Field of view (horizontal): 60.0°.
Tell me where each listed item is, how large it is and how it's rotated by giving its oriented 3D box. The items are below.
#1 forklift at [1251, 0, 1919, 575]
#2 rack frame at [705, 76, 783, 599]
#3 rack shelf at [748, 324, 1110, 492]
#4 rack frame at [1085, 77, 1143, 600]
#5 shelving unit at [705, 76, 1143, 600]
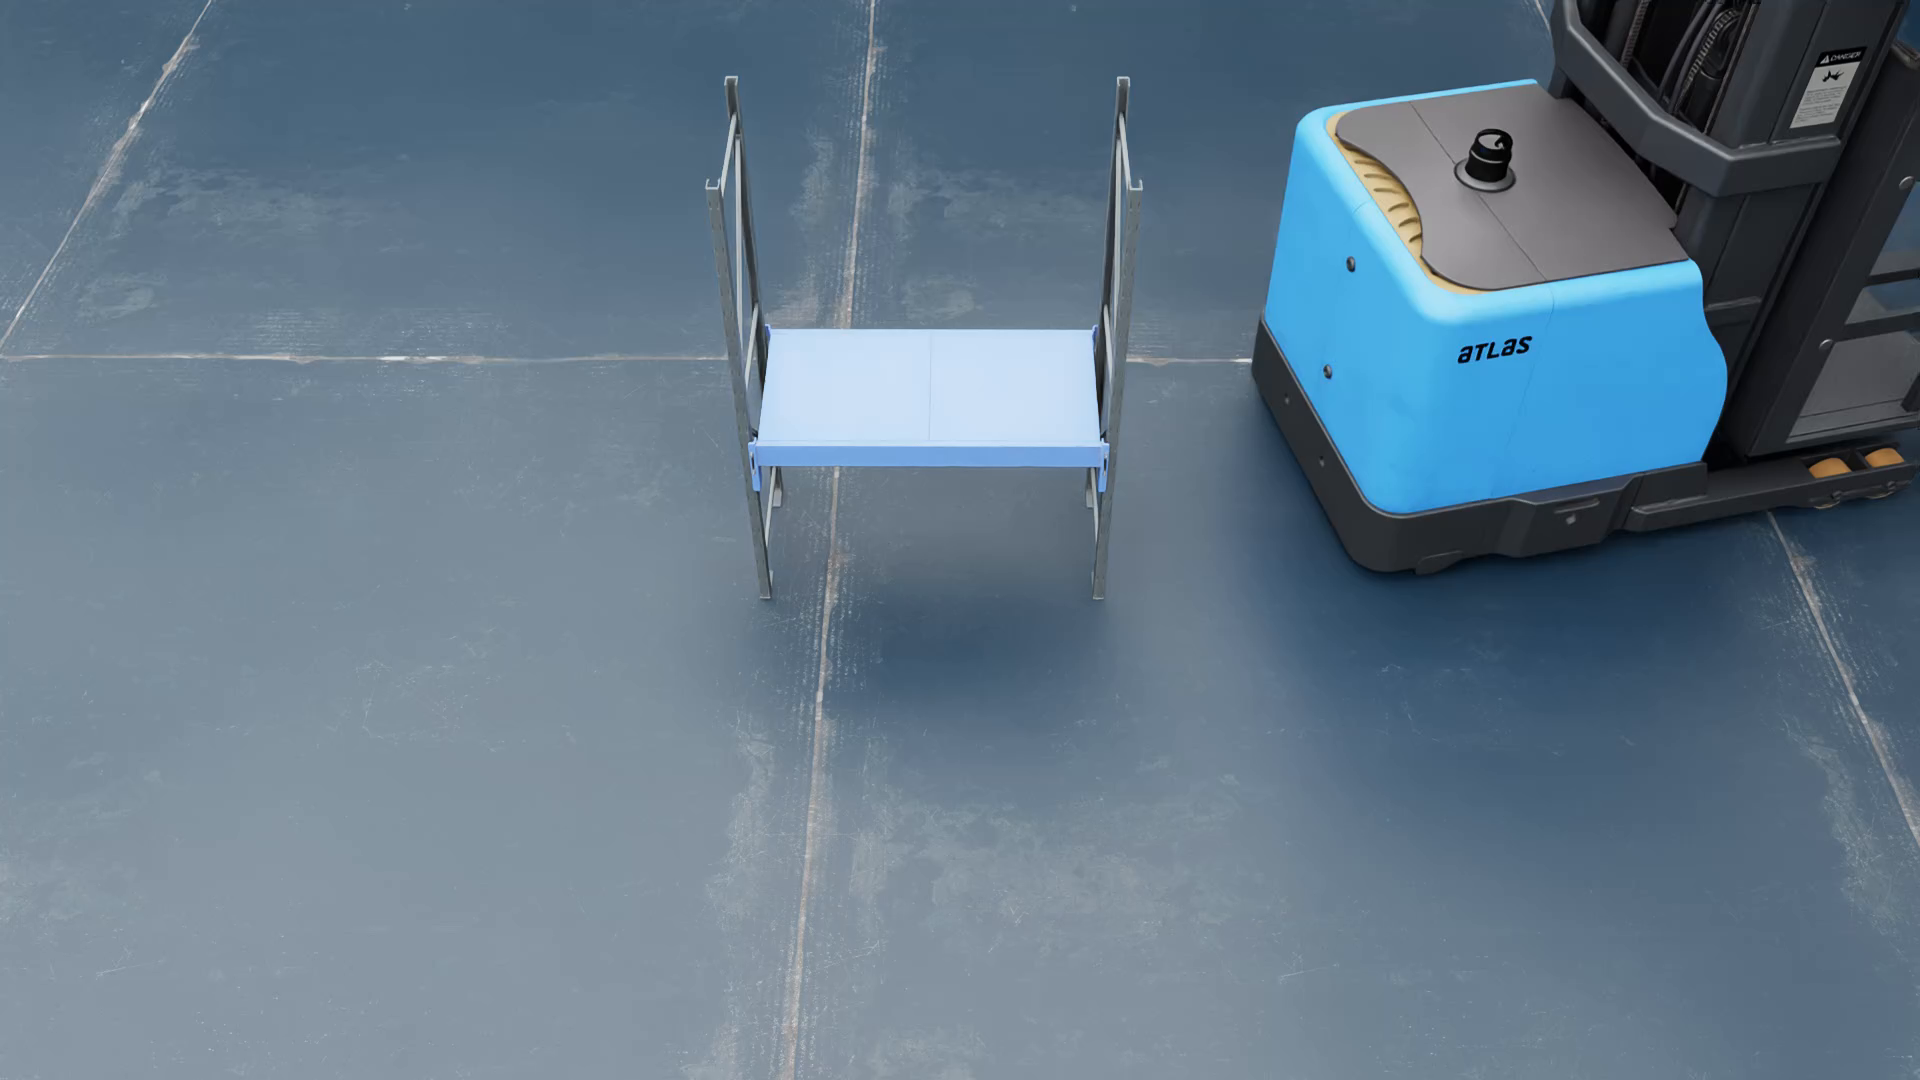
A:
[{"bbox_3d":[2.569,-1.467,4.613,3.031,2.935,1.130,-10,48,-9],"label":"forklift"},{"bbox_3d":[-0.594,-0.513,4.703,0.032,1.500,0.500,0,47,0],"label":"rack frame"},{"bbox_3d":[-0.085,-0.389,4.833,1.000,0.185,0.538,0,47,0],"label":"rack shelf"},{"bbox_3d":[0.423,-0.510,4.700,0.032,1.500,0.500,0,47,0],"label":"rack frame"},{"bbox_3d":[-0.085,-0.511,4.701,1.048,1.500,0.538,0,47,0],"label":"shelving unit"}]
